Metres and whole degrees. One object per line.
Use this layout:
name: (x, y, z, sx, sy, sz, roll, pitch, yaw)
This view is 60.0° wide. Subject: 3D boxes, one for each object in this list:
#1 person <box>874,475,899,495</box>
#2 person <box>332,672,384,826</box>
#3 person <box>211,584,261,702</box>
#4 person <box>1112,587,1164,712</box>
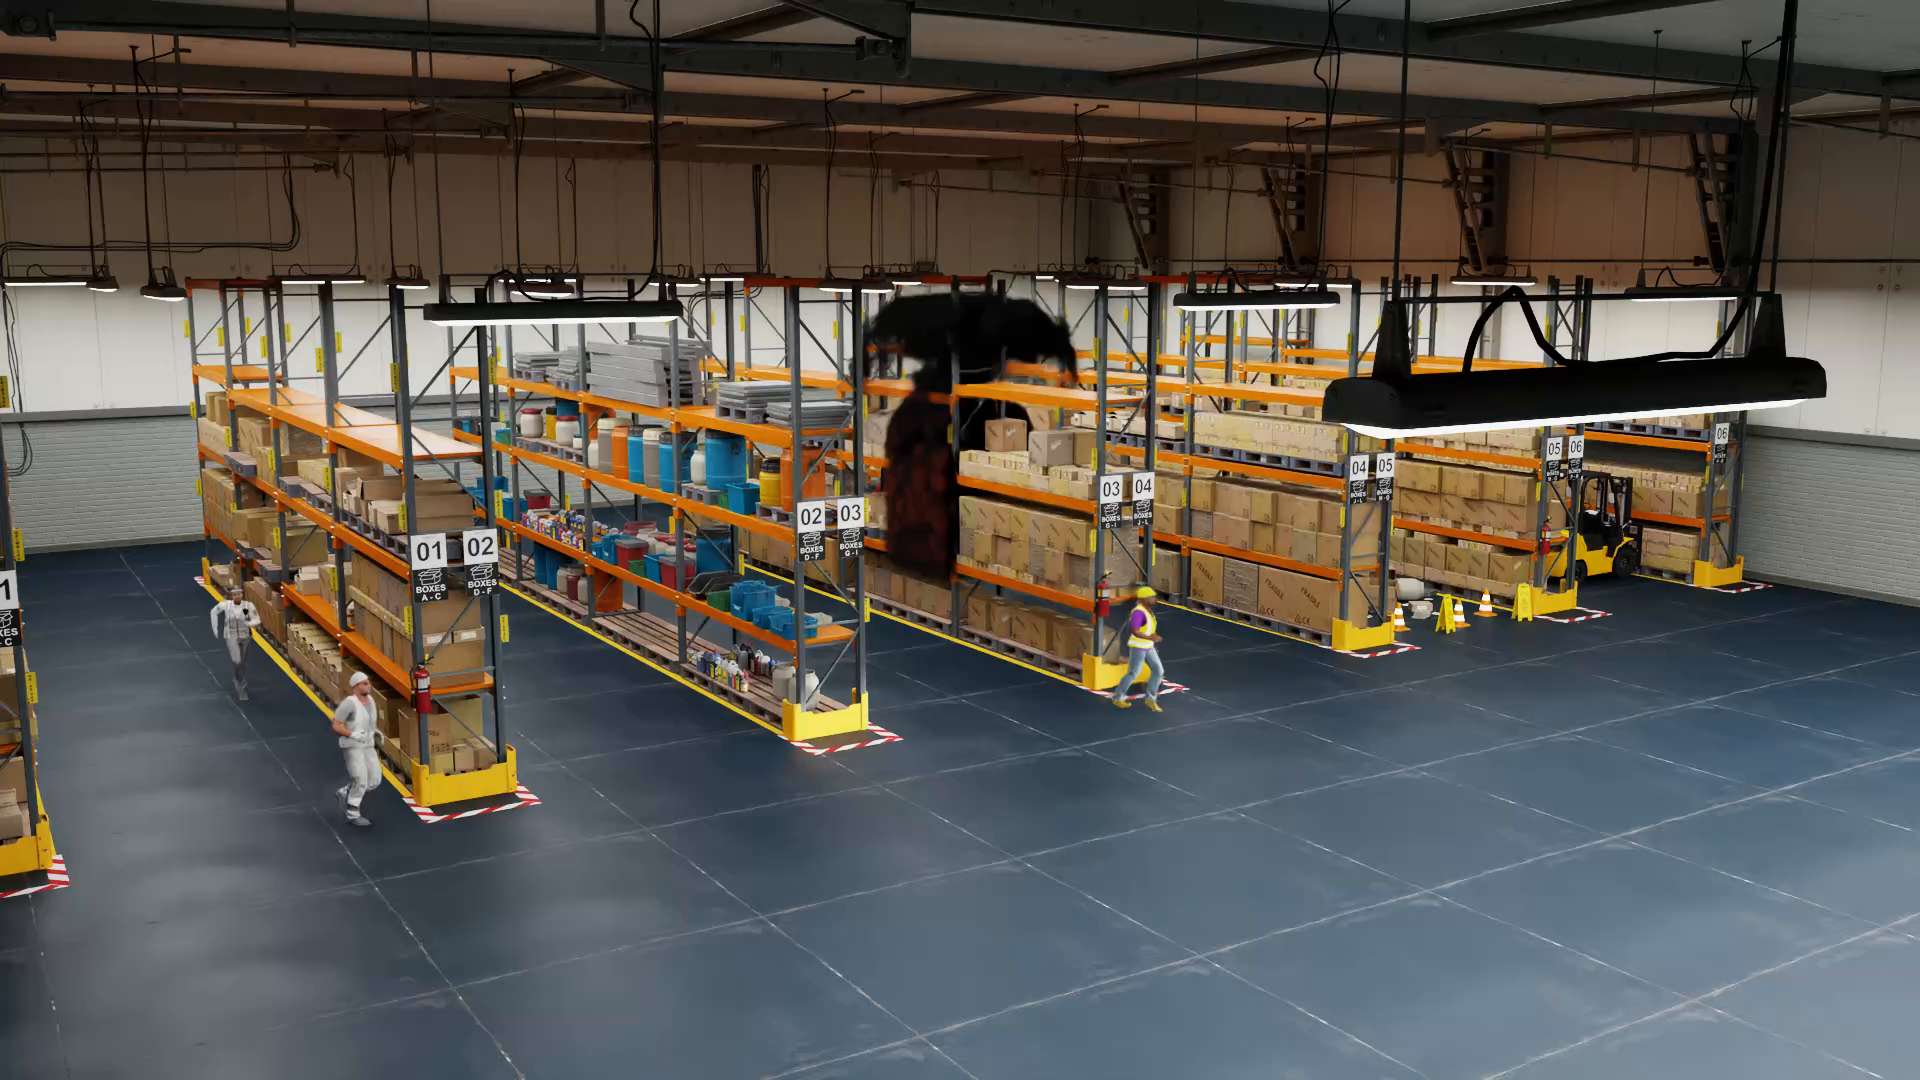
person: (-1.637, -0.606, 36.731, 0.678, 1.714, 0.786, -8, 12, -39)
person: (-6.817, 2.351, 18.894, 0.645, 1.732, 0.685, 4, 10, 23)
person: (-10.553, 1.464, 24.293, 0.636, 1.726, 0.828, -6, 11, -30)
person: (2.566, 1.554, 23.559, 0.724, 1.817, 0.754, 4, 11, 24)
